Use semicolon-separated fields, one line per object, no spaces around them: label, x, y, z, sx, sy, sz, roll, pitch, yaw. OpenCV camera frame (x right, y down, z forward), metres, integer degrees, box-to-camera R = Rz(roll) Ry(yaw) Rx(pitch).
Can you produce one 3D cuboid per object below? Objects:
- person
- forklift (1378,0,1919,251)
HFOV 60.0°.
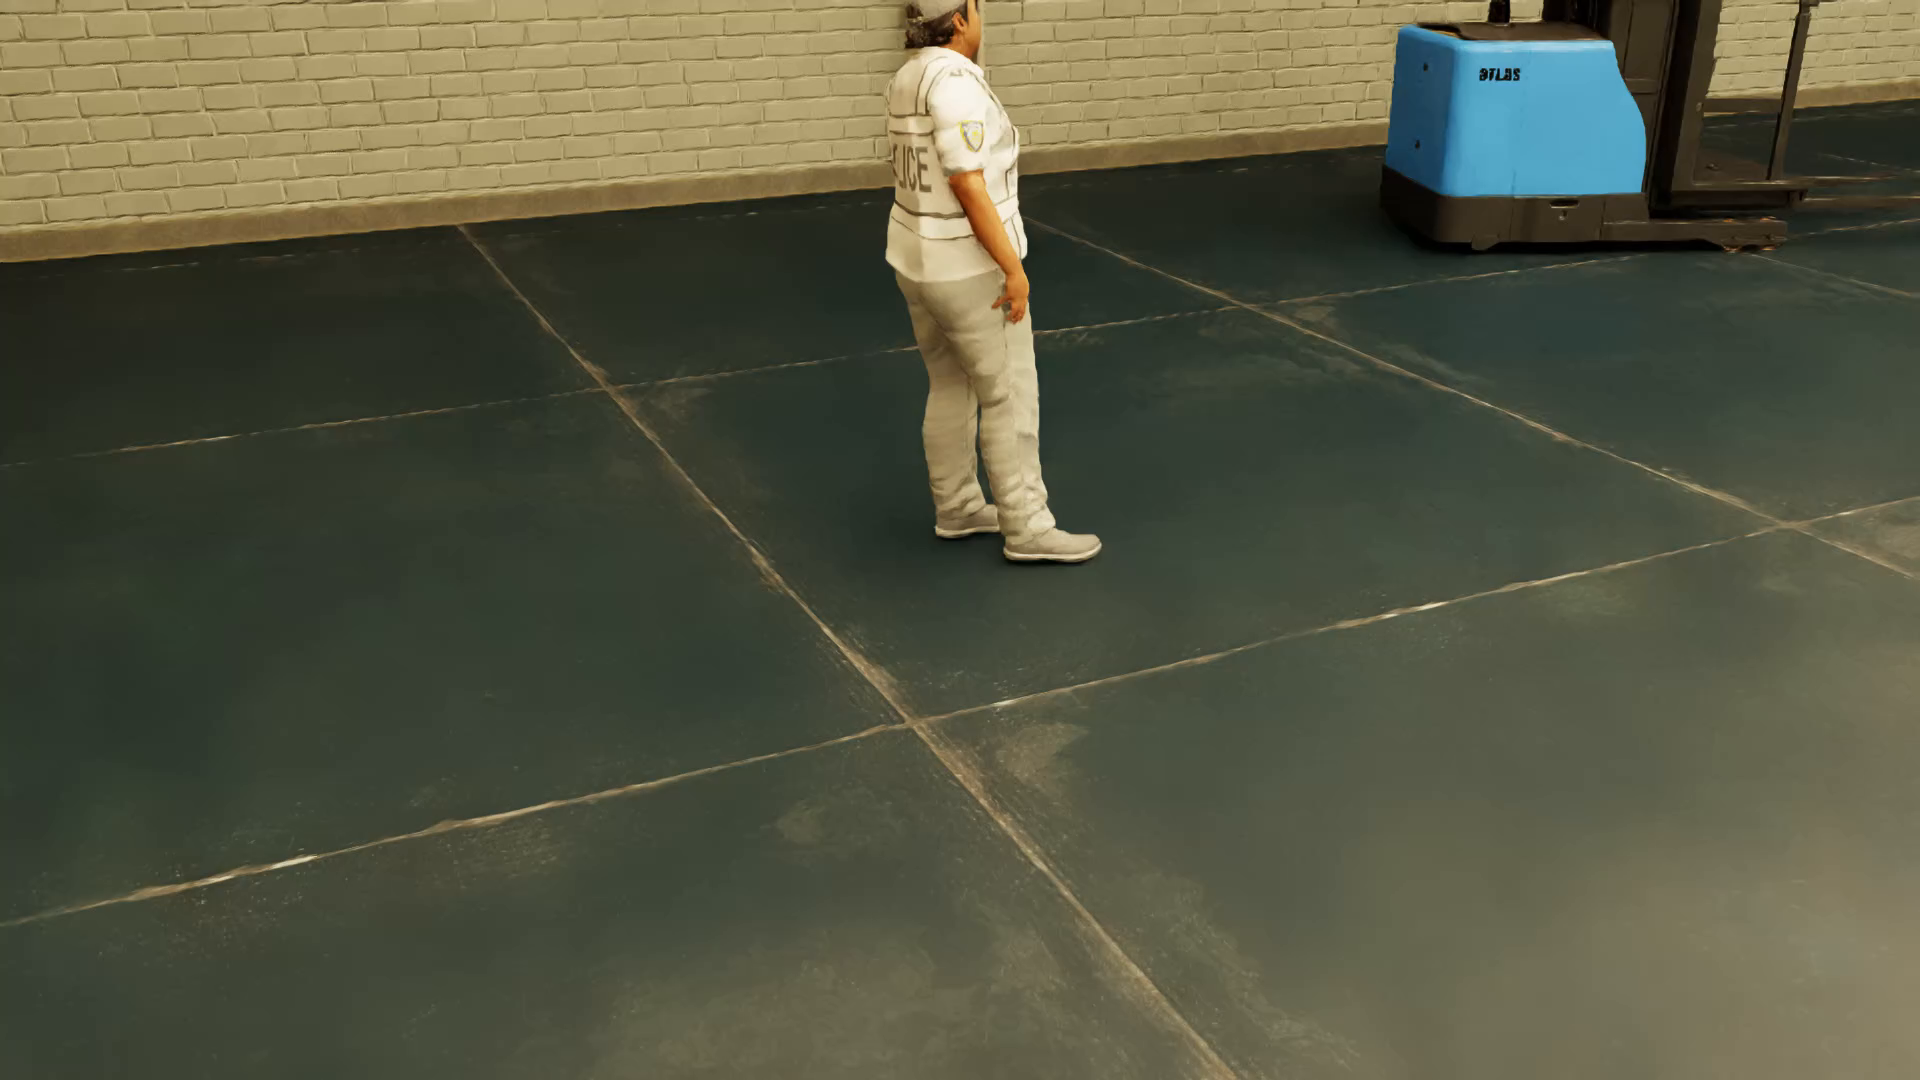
person;0.079;-0.781;4.795;0.529;1.669;0.598;-10;25;-23
forklift;3.939;-3.078;8.696;3.031;2.935;1.130;-2;23;-5
